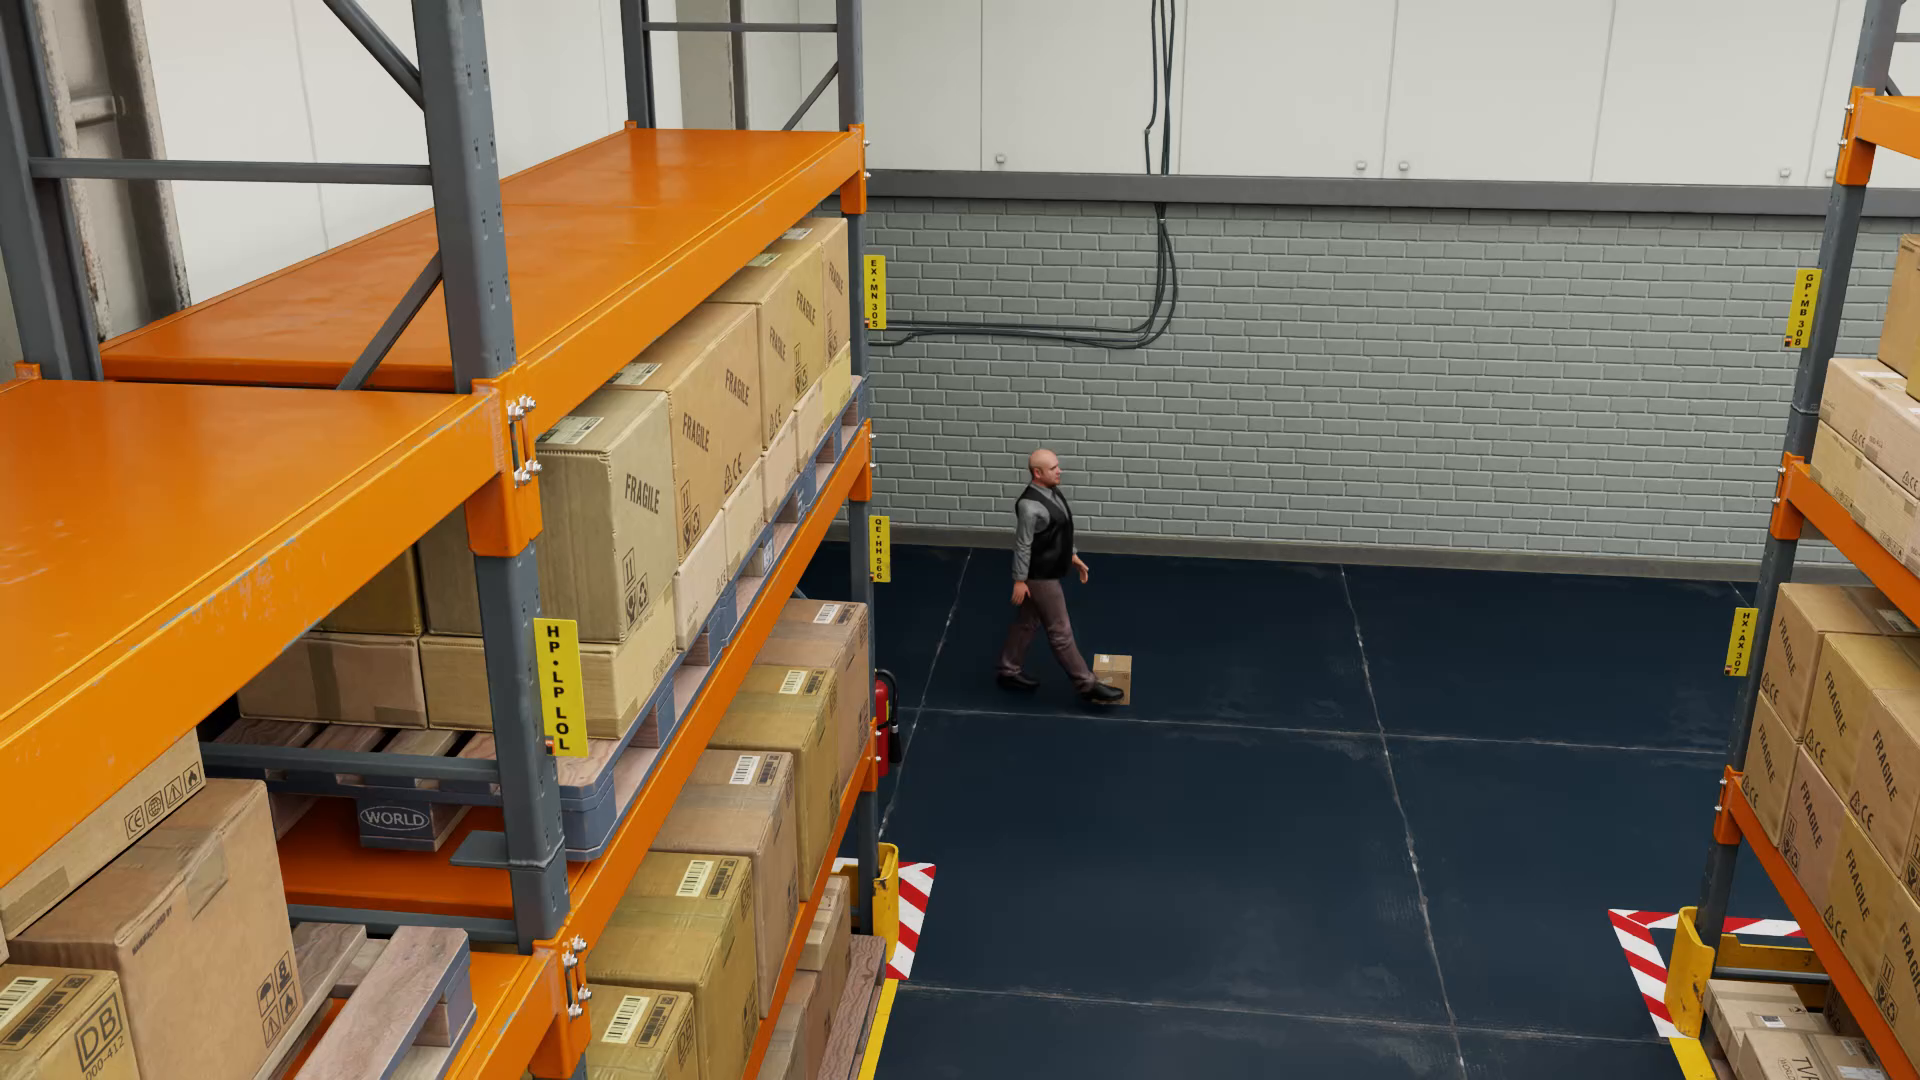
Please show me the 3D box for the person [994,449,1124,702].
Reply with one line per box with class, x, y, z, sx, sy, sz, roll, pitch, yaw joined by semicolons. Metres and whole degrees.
person;0.676;0.225;10.918;0.920;1.690;0.549;5;22;13
